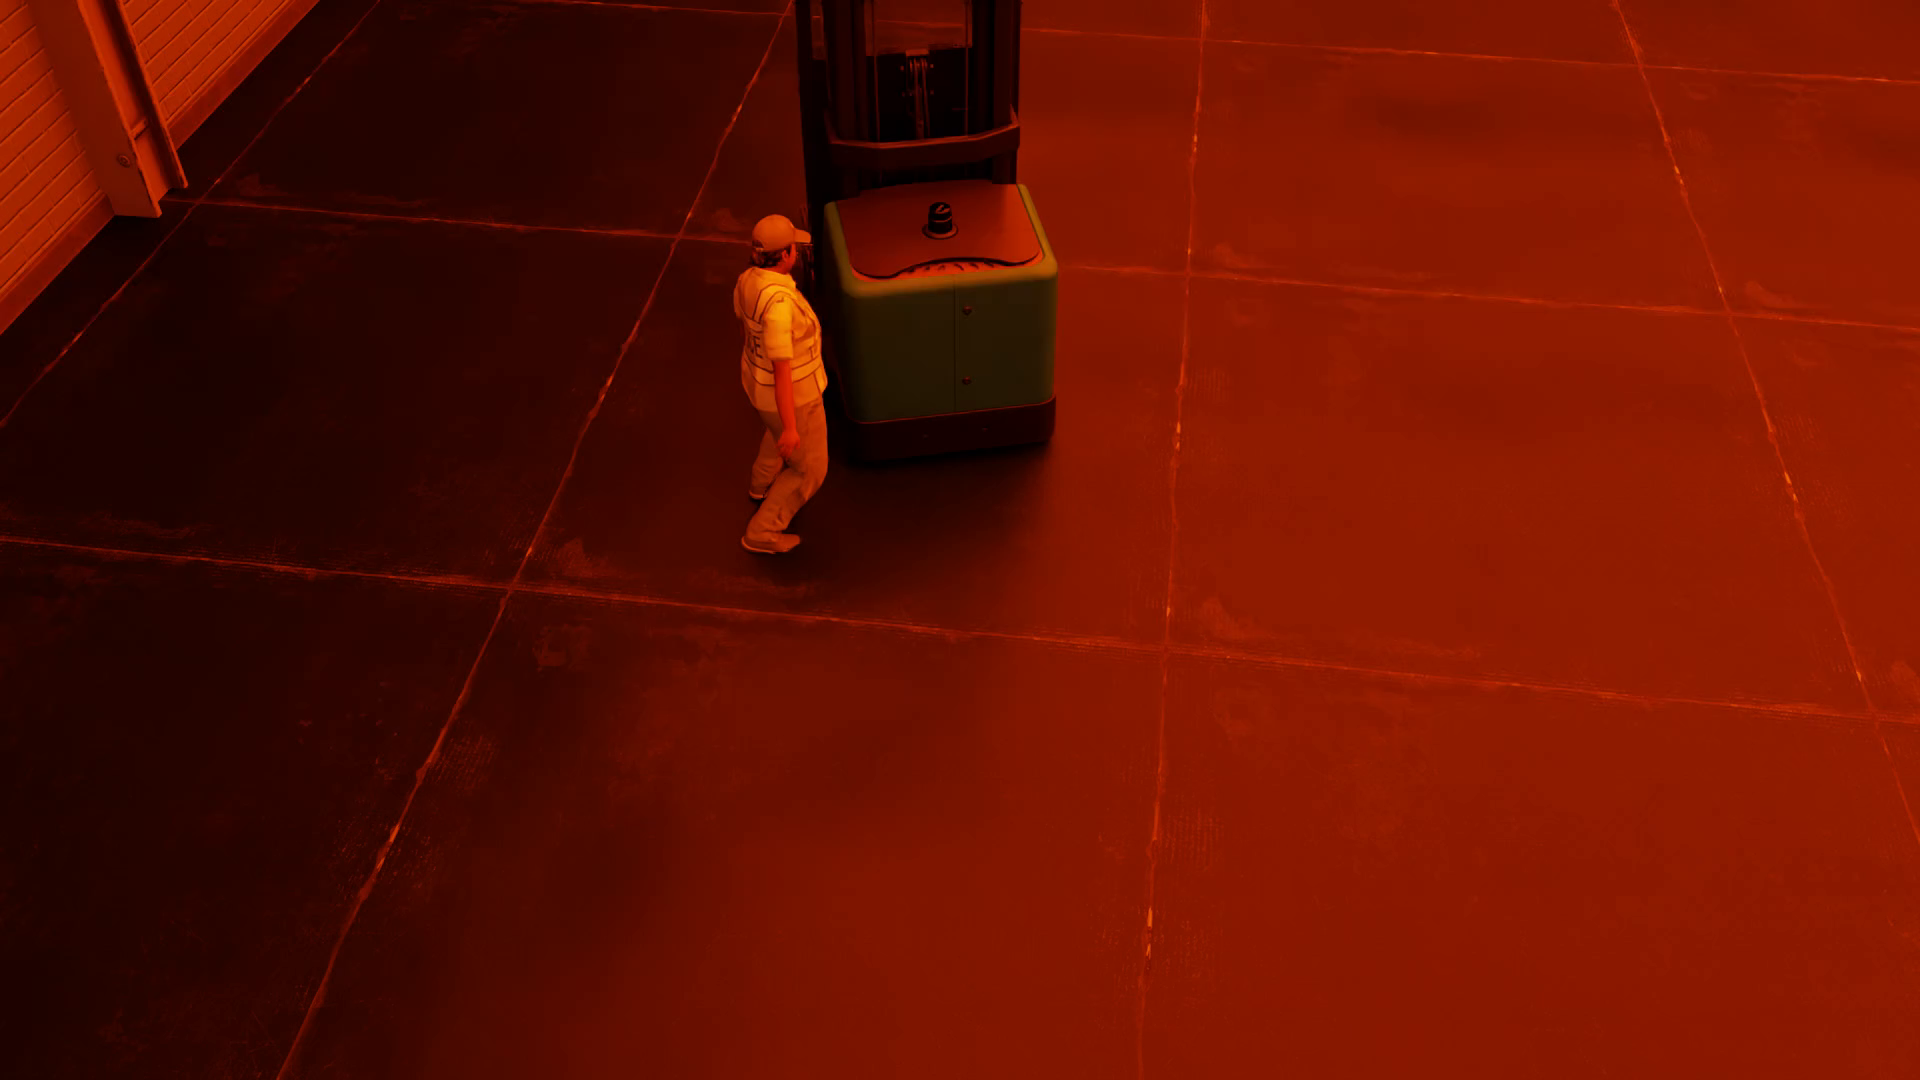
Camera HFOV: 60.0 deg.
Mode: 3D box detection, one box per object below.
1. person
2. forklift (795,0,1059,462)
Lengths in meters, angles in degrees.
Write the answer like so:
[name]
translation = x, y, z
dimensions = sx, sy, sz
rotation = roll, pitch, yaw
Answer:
[person]
translation = -0.837, -0.669, 7.473
dimensions = 0.511, 1.628, 0.841
rotation = -14, 44, -15
[forklift]
translation = -0.292, -2.472, 8.416
dimensions = 1.130, 2.935, 3.031
rotation = -7, 43, -8
